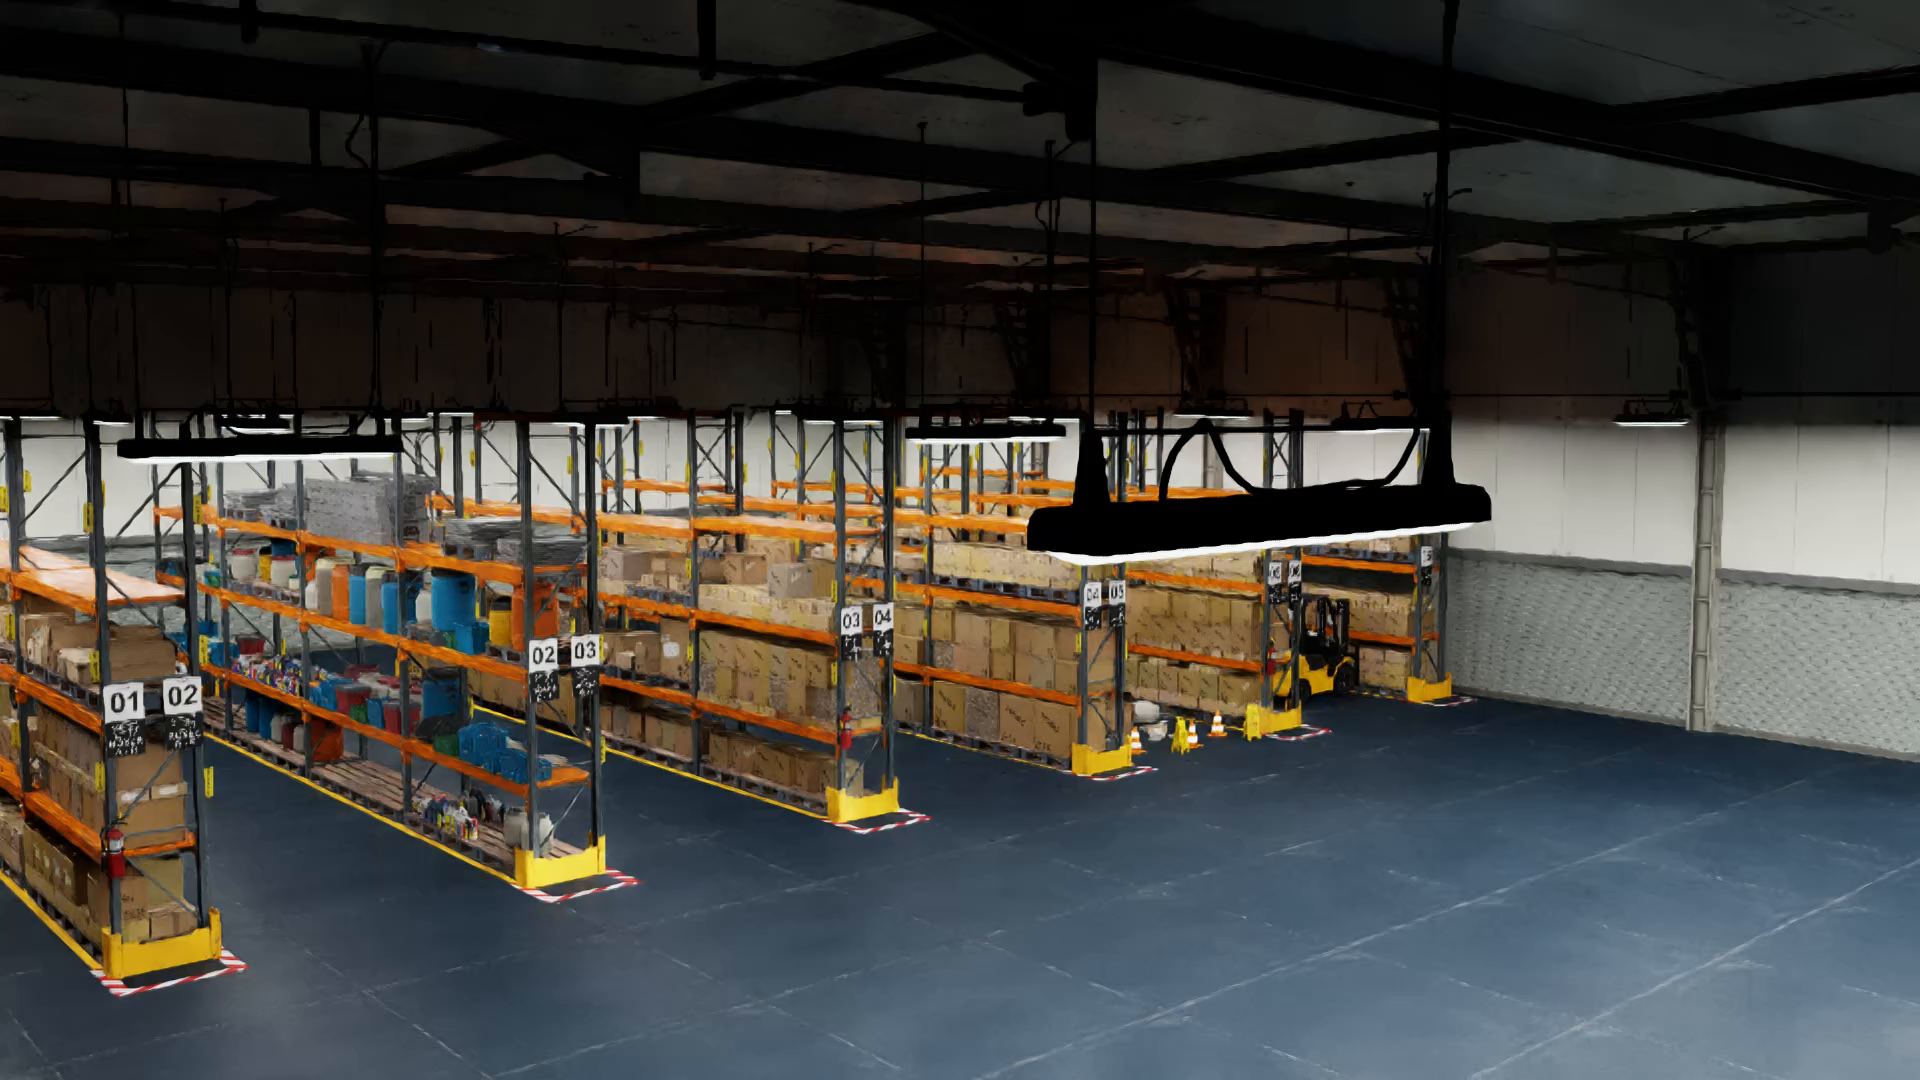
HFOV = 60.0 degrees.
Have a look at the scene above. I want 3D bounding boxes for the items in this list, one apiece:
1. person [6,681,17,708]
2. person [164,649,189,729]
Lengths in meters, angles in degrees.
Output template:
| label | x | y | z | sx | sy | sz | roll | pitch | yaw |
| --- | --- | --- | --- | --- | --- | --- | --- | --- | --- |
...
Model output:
| label | x | y | z | sx | sy | sz | roll | pitch | yaw |
| --- | --- | --- | --- | --- | --- | --- | --- | --- | --- |
| person | -19.066 | 2.534 | 33.400 | 0.640 | 1.706 | 0.499 | 2 | 5 | 17 |
| person | -14.649 | 2.798 | 31.043 | 0.521 | 1.609 | 0.938 | -2 | 5 | -20 |
